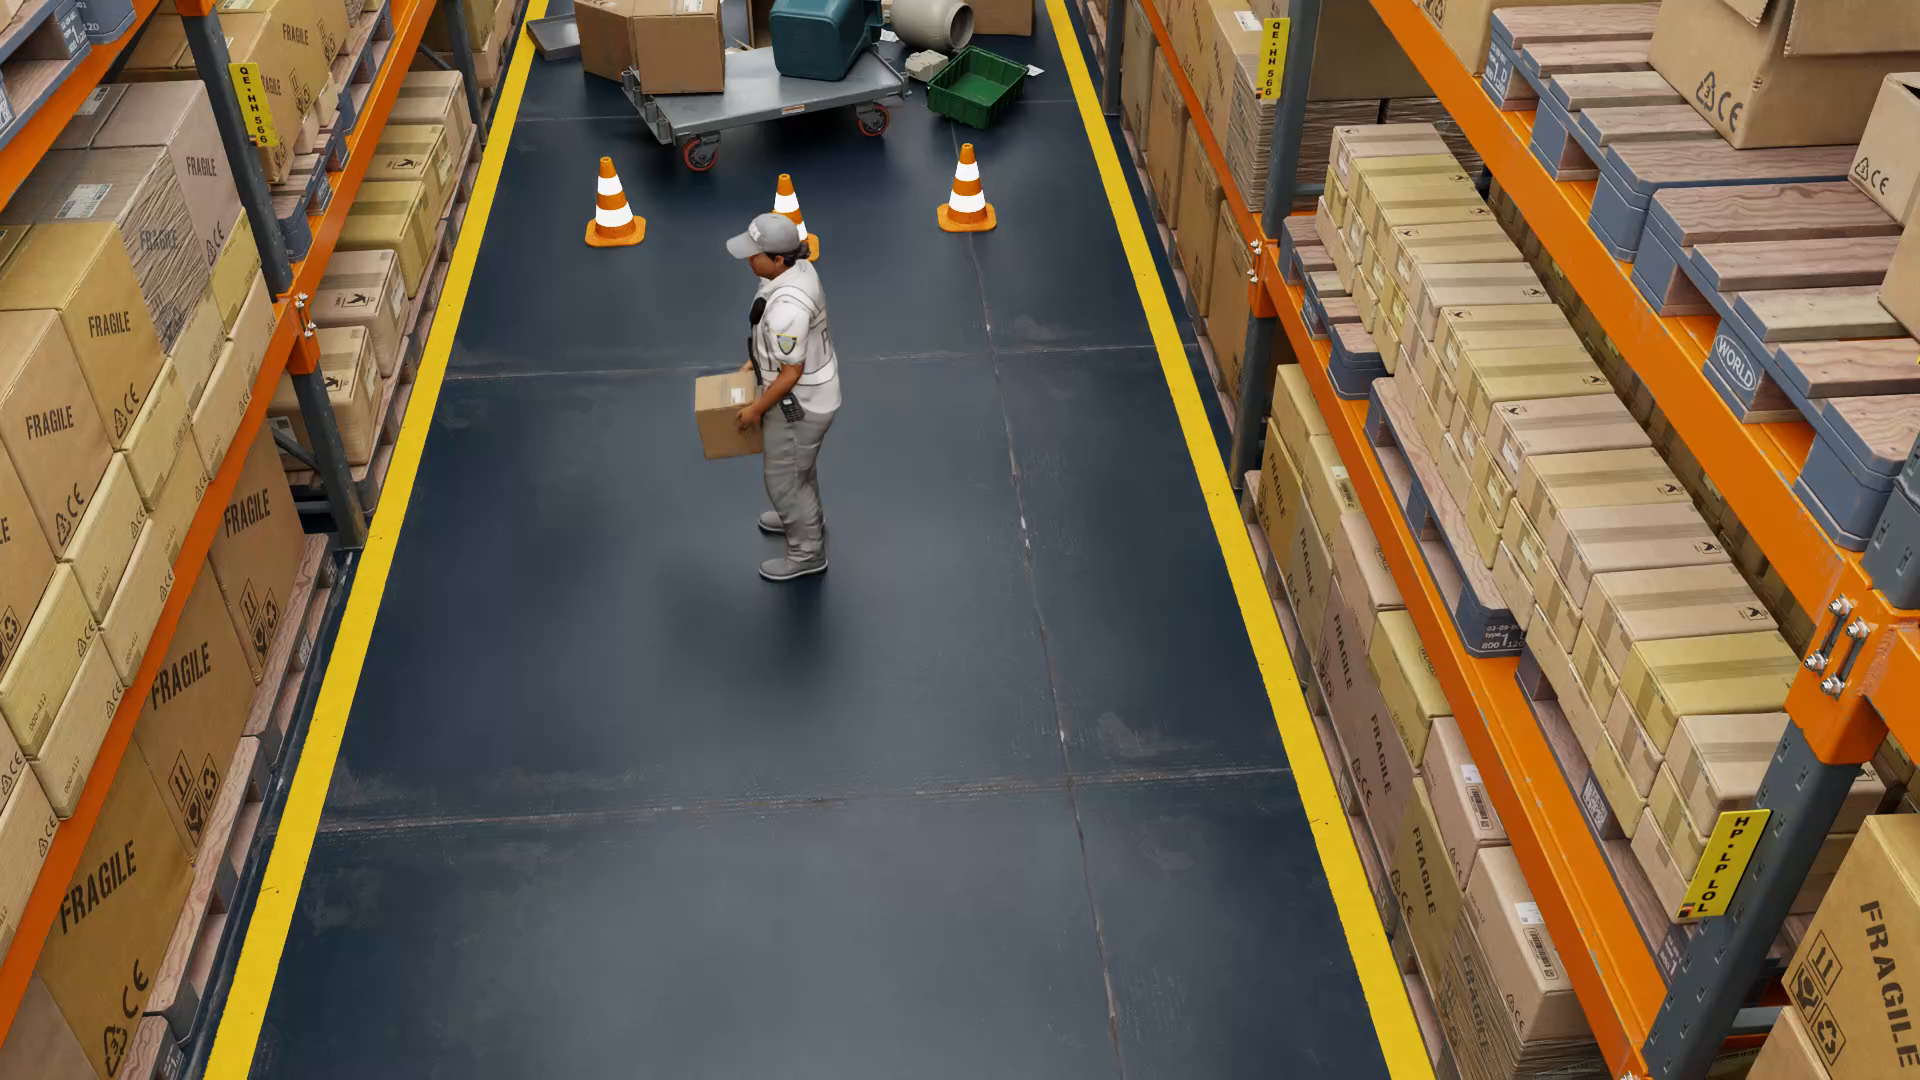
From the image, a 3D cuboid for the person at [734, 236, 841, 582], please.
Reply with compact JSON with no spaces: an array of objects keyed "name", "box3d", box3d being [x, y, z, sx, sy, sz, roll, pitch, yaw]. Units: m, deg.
[{"name":"person","box3d":[5.468,-15.454,21.576,17.098,6.001,40.550,-4,40,-5]}]
